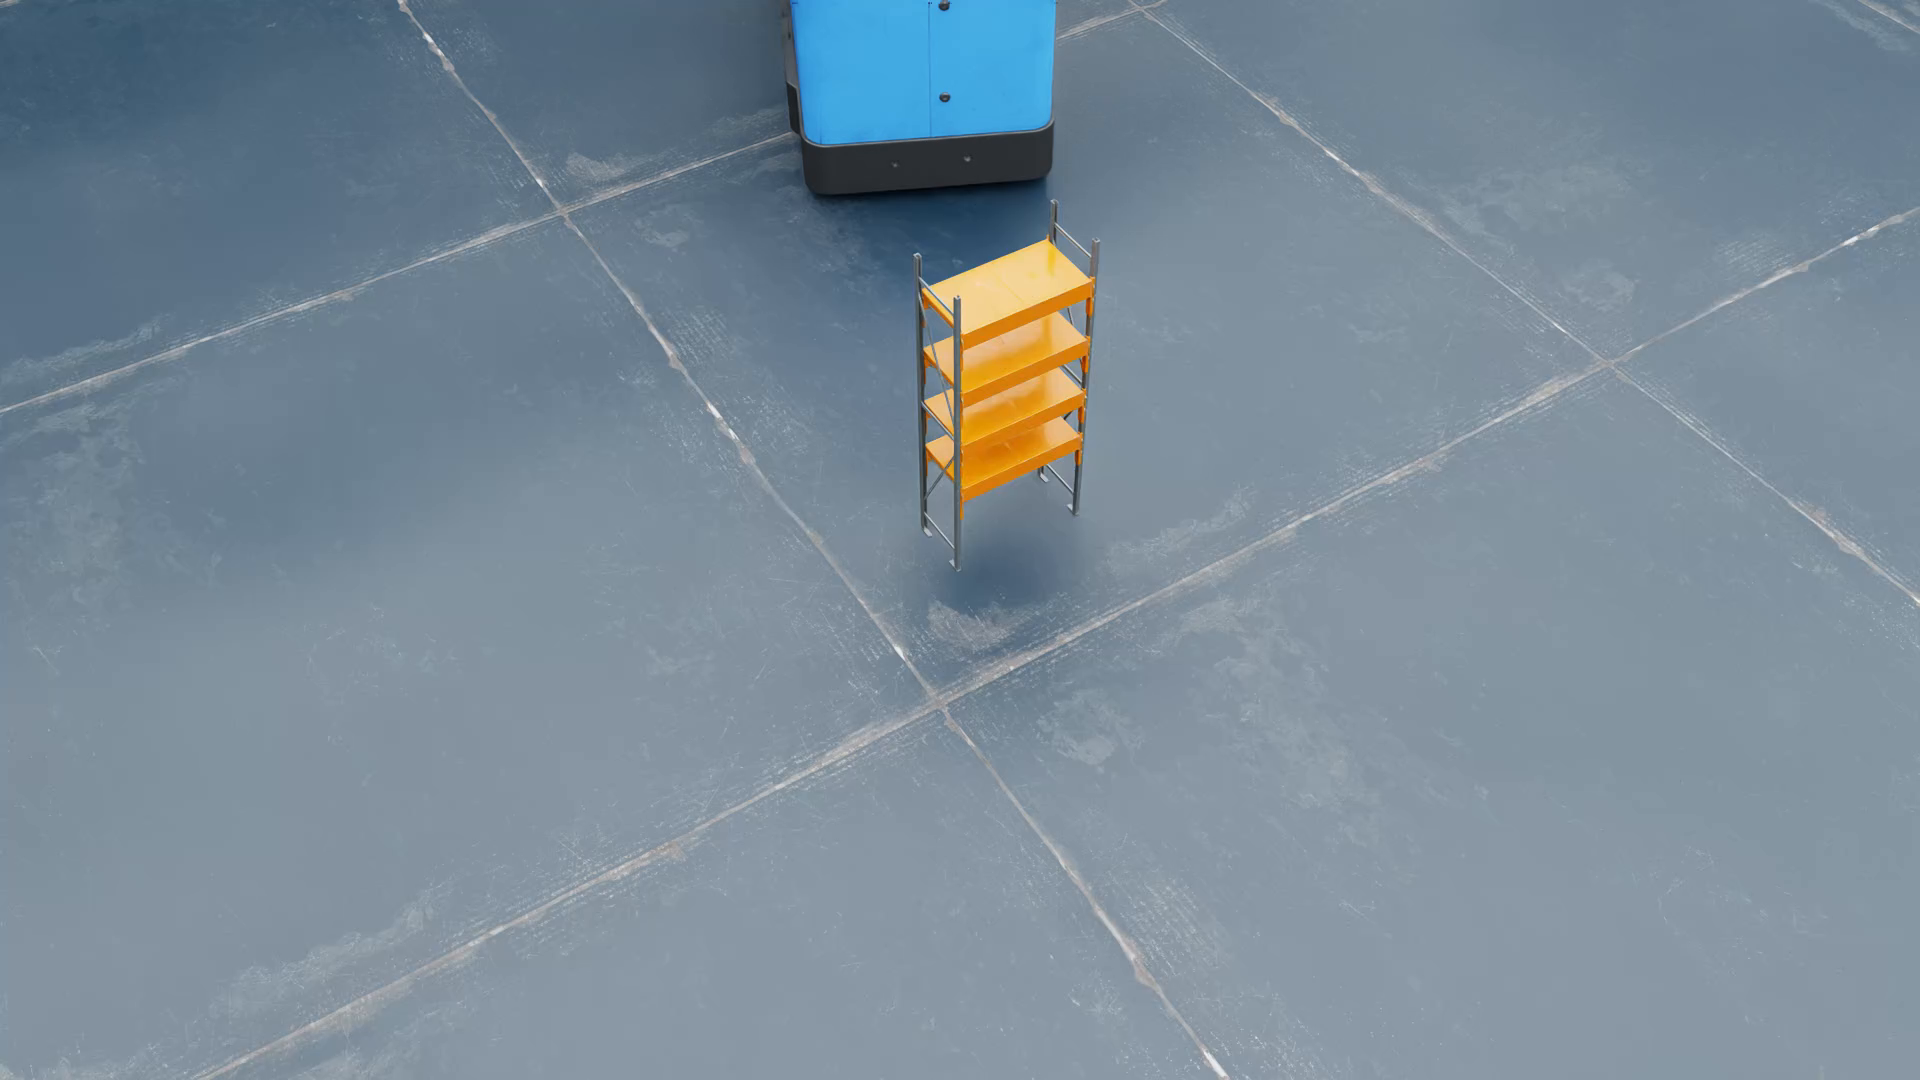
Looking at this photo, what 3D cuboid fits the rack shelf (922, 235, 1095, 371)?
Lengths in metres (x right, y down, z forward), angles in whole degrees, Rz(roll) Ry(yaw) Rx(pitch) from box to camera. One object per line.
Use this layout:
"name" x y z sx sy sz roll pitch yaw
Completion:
"rack shelf" 0.140 -0.726 5.067 0.480 0.148 0.258 -25 53 -21

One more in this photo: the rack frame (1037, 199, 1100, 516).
"rack frame" 0.346 -0.562 5.447 0.015 1.200 0.240 -25 53 -21

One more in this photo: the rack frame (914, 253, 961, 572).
"rack frame" -0.066 -0.368 5.274 0.015 1.200 0.240 -25 53 -21

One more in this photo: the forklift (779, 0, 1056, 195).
"forklift" -0.305 -3.526 6.928 1.130 2.935 3.031 -5 49 -5

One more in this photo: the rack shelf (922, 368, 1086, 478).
"rack shelf" 0.140 -0.420 5.411 0.480 0.148 0.258 -25 53 -21

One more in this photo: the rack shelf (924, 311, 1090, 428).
"rack shelf" 0.140 -0.569 5.244 0.480 0.148 0.258 -25 53 -21

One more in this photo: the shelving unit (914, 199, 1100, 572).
"shelving unit" 0.140 -0.465 5.361 0.503 1.200 0.258 -25 53 -21

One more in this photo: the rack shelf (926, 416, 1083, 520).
"rack shelf" 0.140 -0.288 5.559 0.480 0.148 0.258 -25 53 -21
